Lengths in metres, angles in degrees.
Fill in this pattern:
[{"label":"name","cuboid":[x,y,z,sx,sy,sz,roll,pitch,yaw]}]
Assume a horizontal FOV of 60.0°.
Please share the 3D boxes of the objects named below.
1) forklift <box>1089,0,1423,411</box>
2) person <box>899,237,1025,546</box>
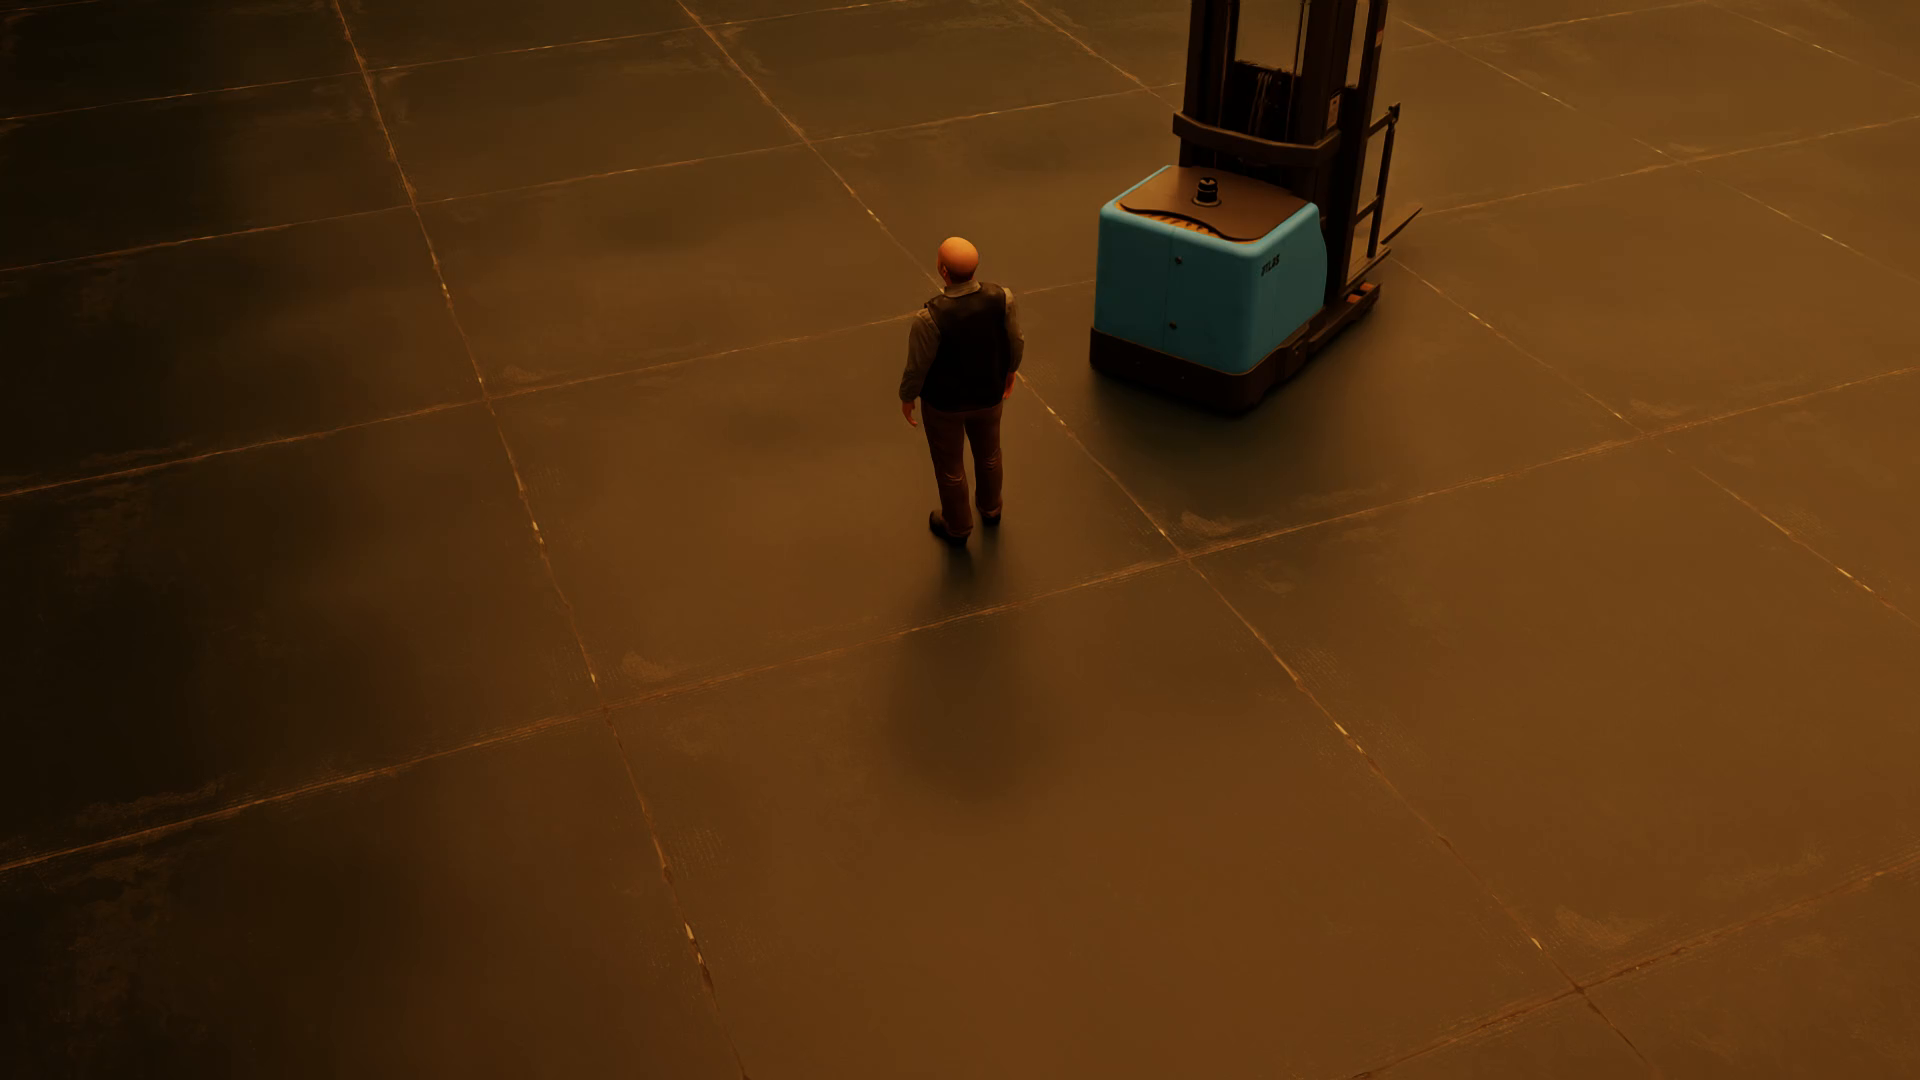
[{"label":"forklift","cuboid":[2.048,-2.739,9.950,1.130,2.935,3.031,23,41,28]},{"label":"person","cuboid":[-0.017,-0.742,8.174,0.632,1.720,0.568,-14,38,-19]}]
